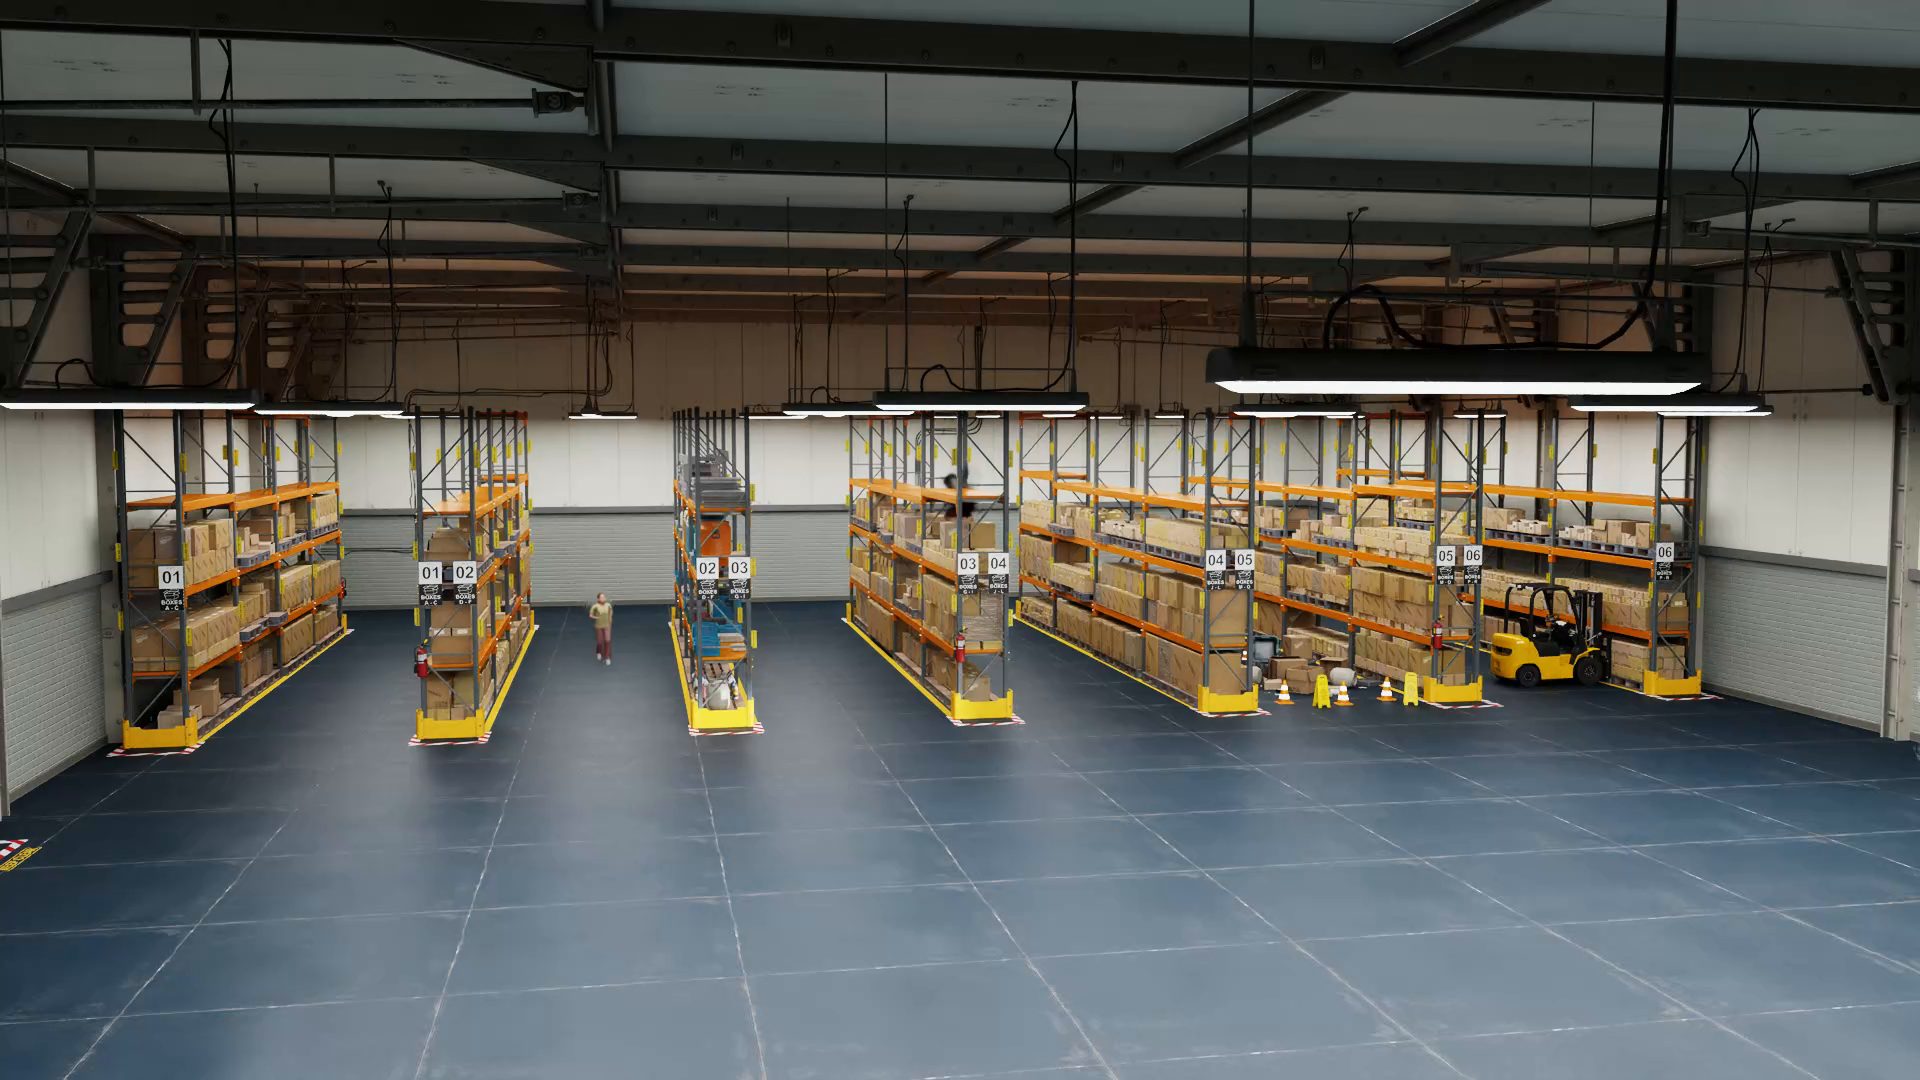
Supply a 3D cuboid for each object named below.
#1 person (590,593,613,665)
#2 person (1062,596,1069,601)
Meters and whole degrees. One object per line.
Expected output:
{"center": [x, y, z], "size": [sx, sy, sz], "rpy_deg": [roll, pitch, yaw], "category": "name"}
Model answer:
{"center": [-8.457, 2.075, 39.281], "size": [0.580, 1.670, 0.972], "rpy_deg": [-2, 4, -22], "category": "person"}
{"center": [3.282, 1.352, 49.622], "size": [0.689, 1.772, 0.639], "rpy_deg": [-3, 5, -35], "category": "person"}
